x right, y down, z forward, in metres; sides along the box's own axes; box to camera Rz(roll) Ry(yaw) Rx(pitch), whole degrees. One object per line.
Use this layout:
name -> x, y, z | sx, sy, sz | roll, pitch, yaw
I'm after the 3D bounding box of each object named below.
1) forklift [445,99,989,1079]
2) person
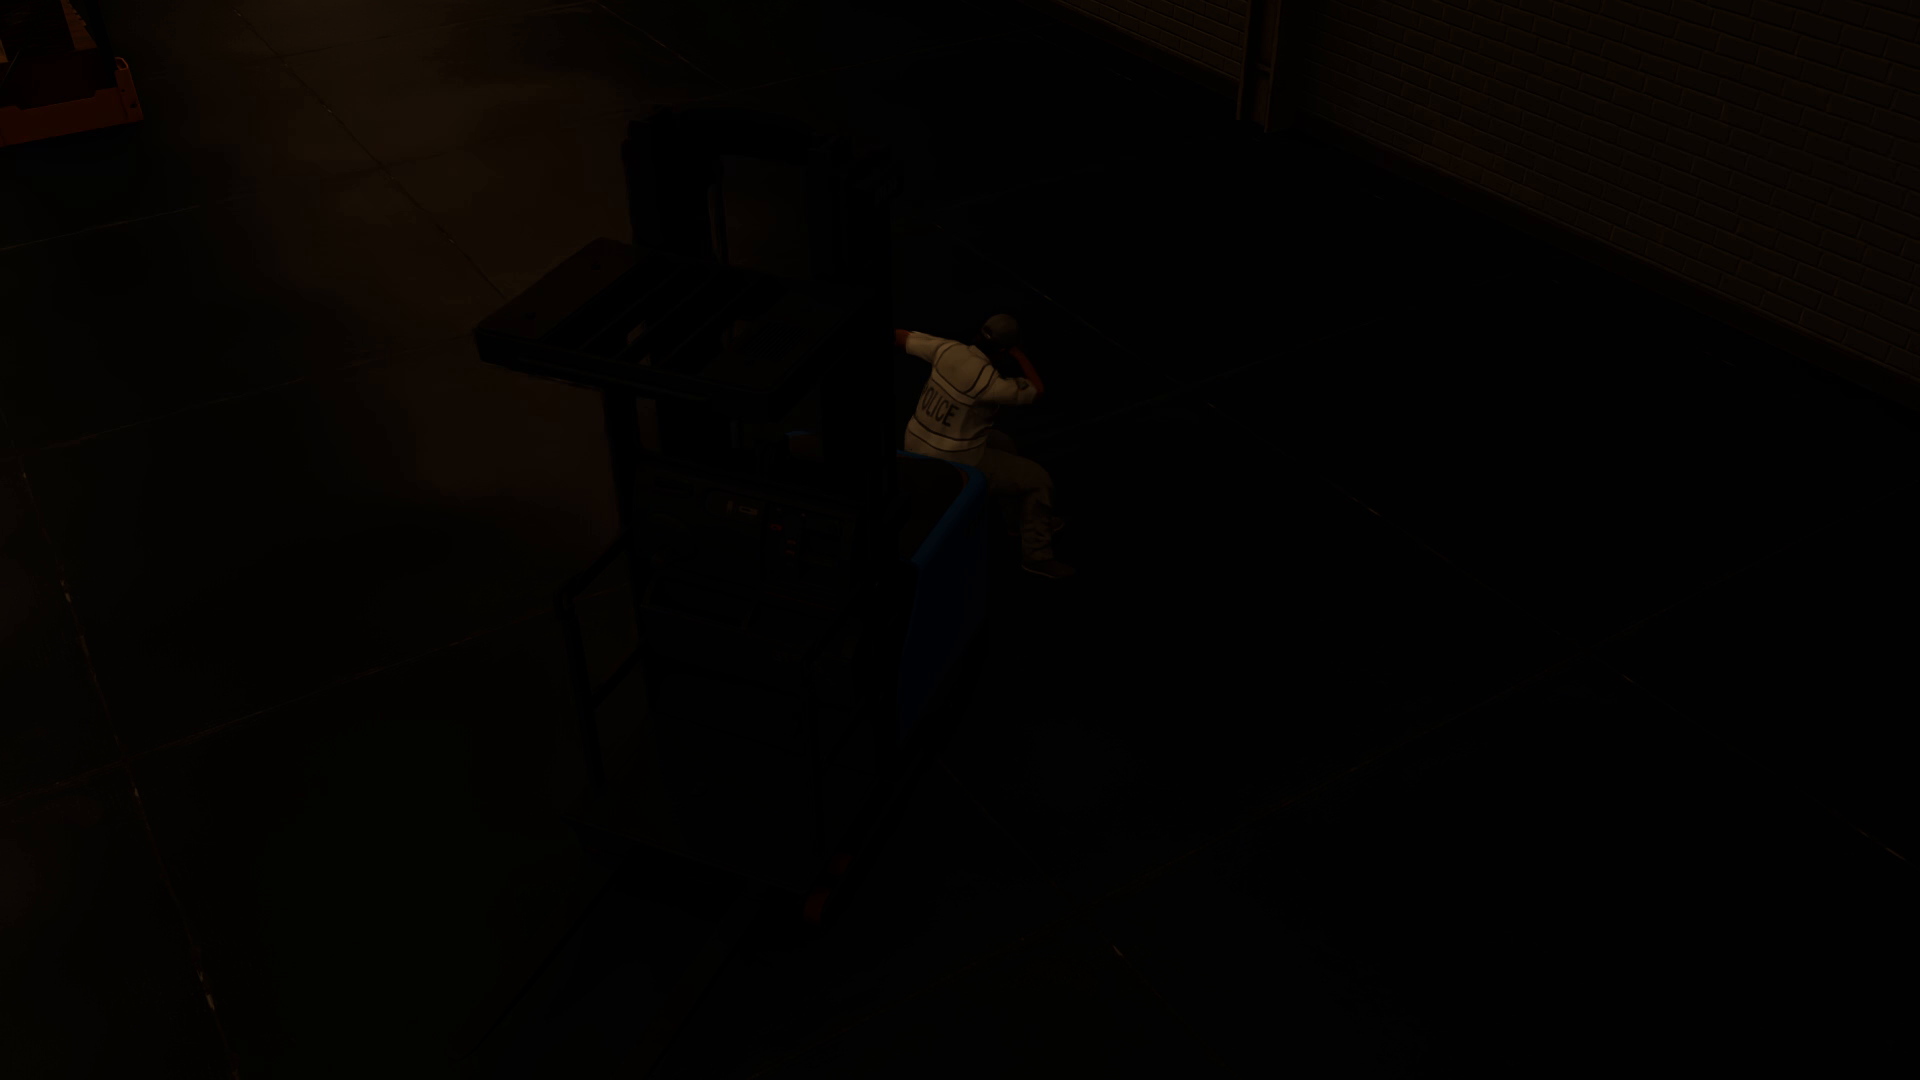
forklift -> -0.898, 0.042, 6.088 | 1.130, 2.935, 3.031 | 13, 37, 18
person -> 0.054, -0.545, 8.400 | 0.797, 1.309, 1.240 | -22, 41, -28
